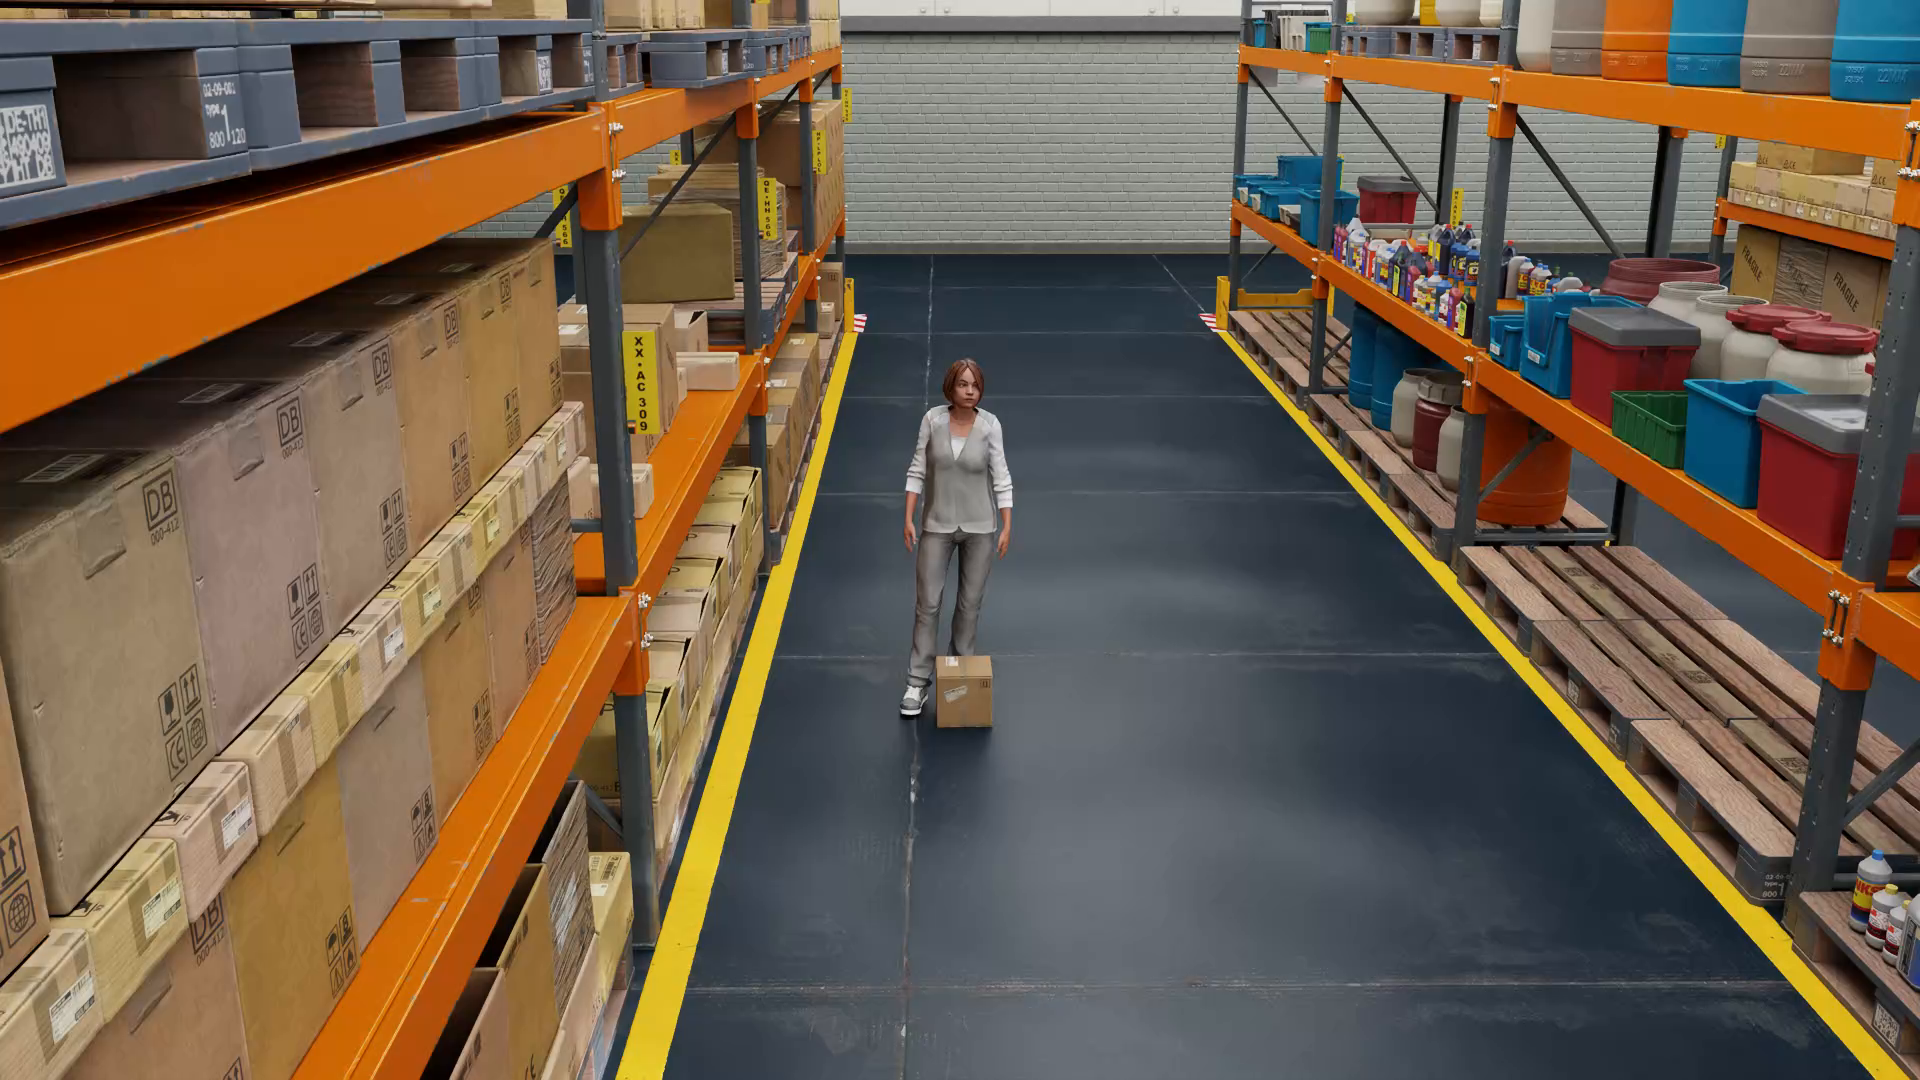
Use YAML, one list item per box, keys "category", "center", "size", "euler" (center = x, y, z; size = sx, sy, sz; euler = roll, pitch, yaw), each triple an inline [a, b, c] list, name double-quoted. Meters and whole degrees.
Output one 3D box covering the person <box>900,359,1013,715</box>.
- category: "person"
  center: [-0.018, -0.013, 7.577]
  size: [0.521, 1.598, 0.474]
  euler: [0, 17, 0]
